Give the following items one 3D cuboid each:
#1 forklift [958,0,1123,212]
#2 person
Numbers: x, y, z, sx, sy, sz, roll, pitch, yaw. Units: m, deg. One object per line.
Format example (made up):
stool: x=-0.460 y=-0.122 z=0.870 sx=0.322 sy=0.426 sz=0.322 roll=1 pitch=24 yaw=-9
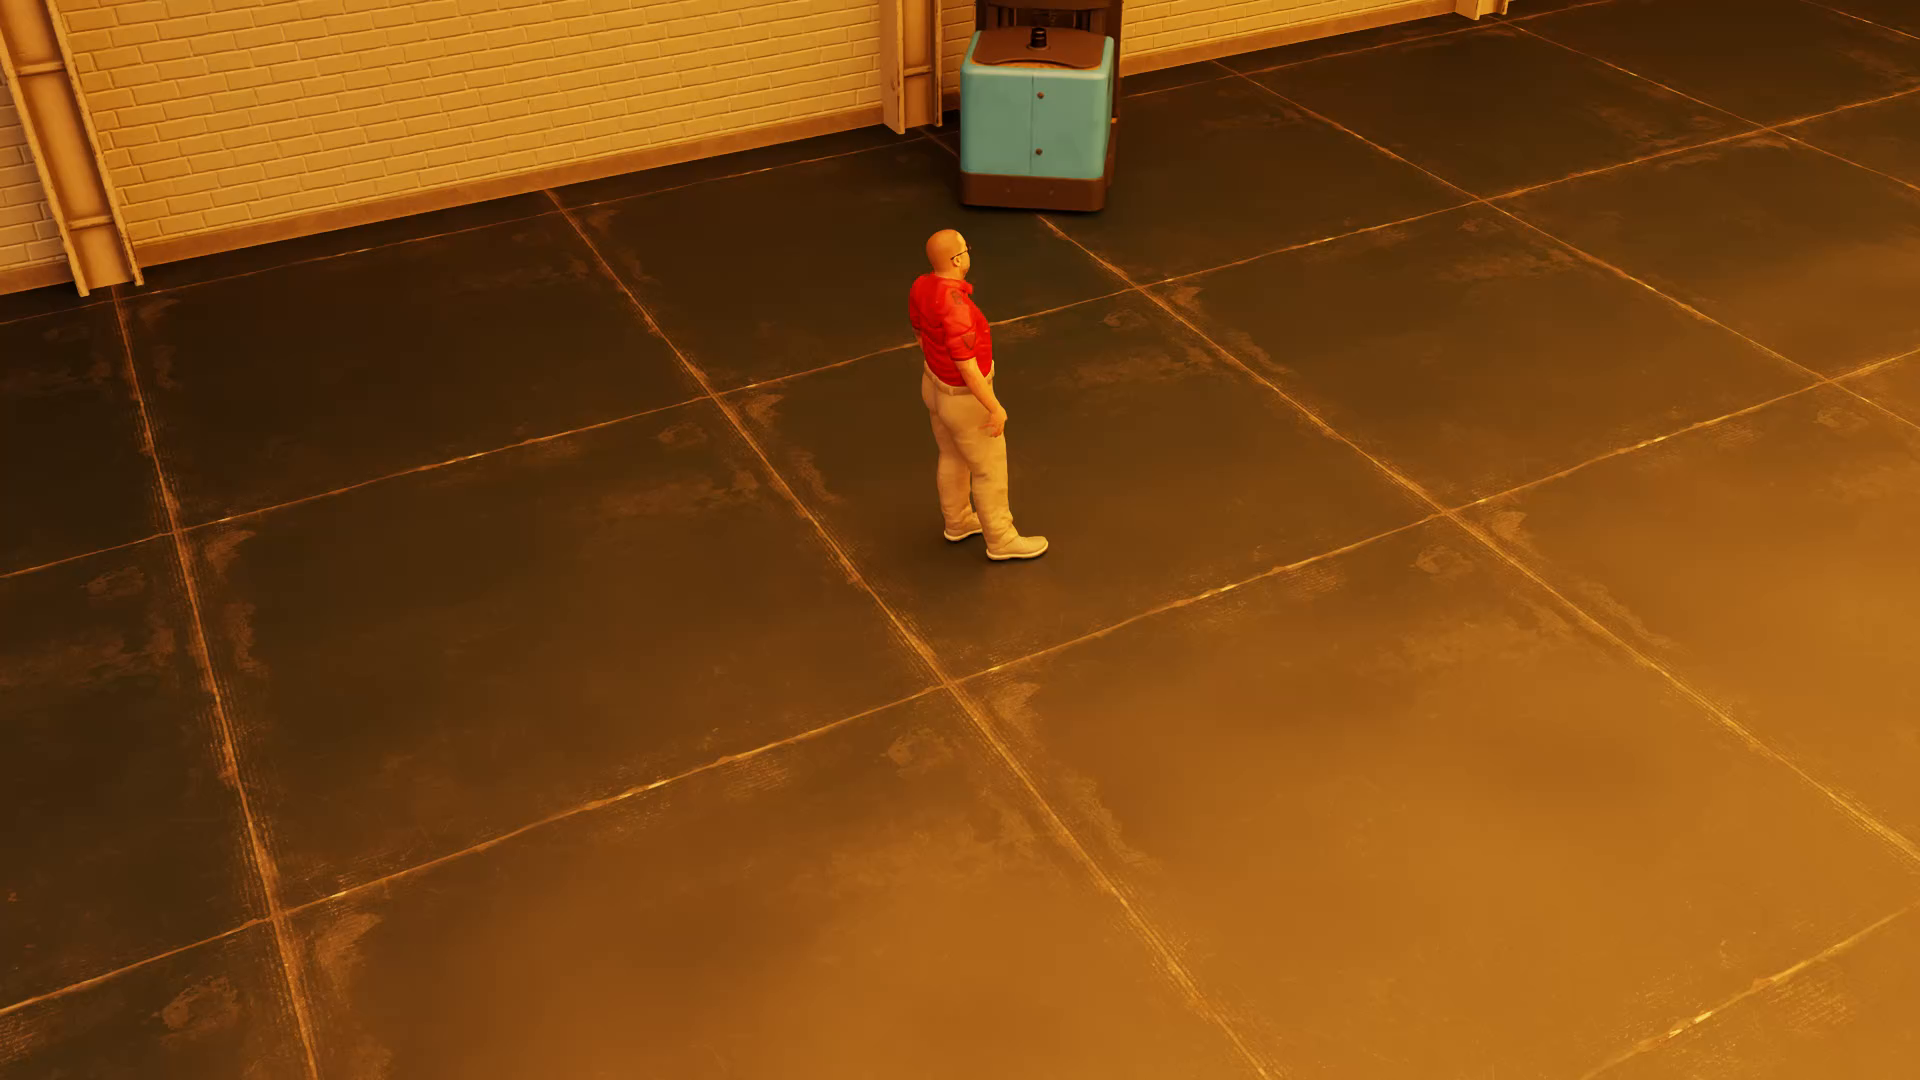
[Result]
forklift: x=0.691 y=-4.375 z=12.313 sx=1.130 sy=2.935 sz=3.031 roll=4 pitch=35 yaw=6
person: x=0.085 y=-0.731 z=8.185 sx=0.550 sy=1.728 sz=0.641 roll=-17 pitch=39 yaw=-23
